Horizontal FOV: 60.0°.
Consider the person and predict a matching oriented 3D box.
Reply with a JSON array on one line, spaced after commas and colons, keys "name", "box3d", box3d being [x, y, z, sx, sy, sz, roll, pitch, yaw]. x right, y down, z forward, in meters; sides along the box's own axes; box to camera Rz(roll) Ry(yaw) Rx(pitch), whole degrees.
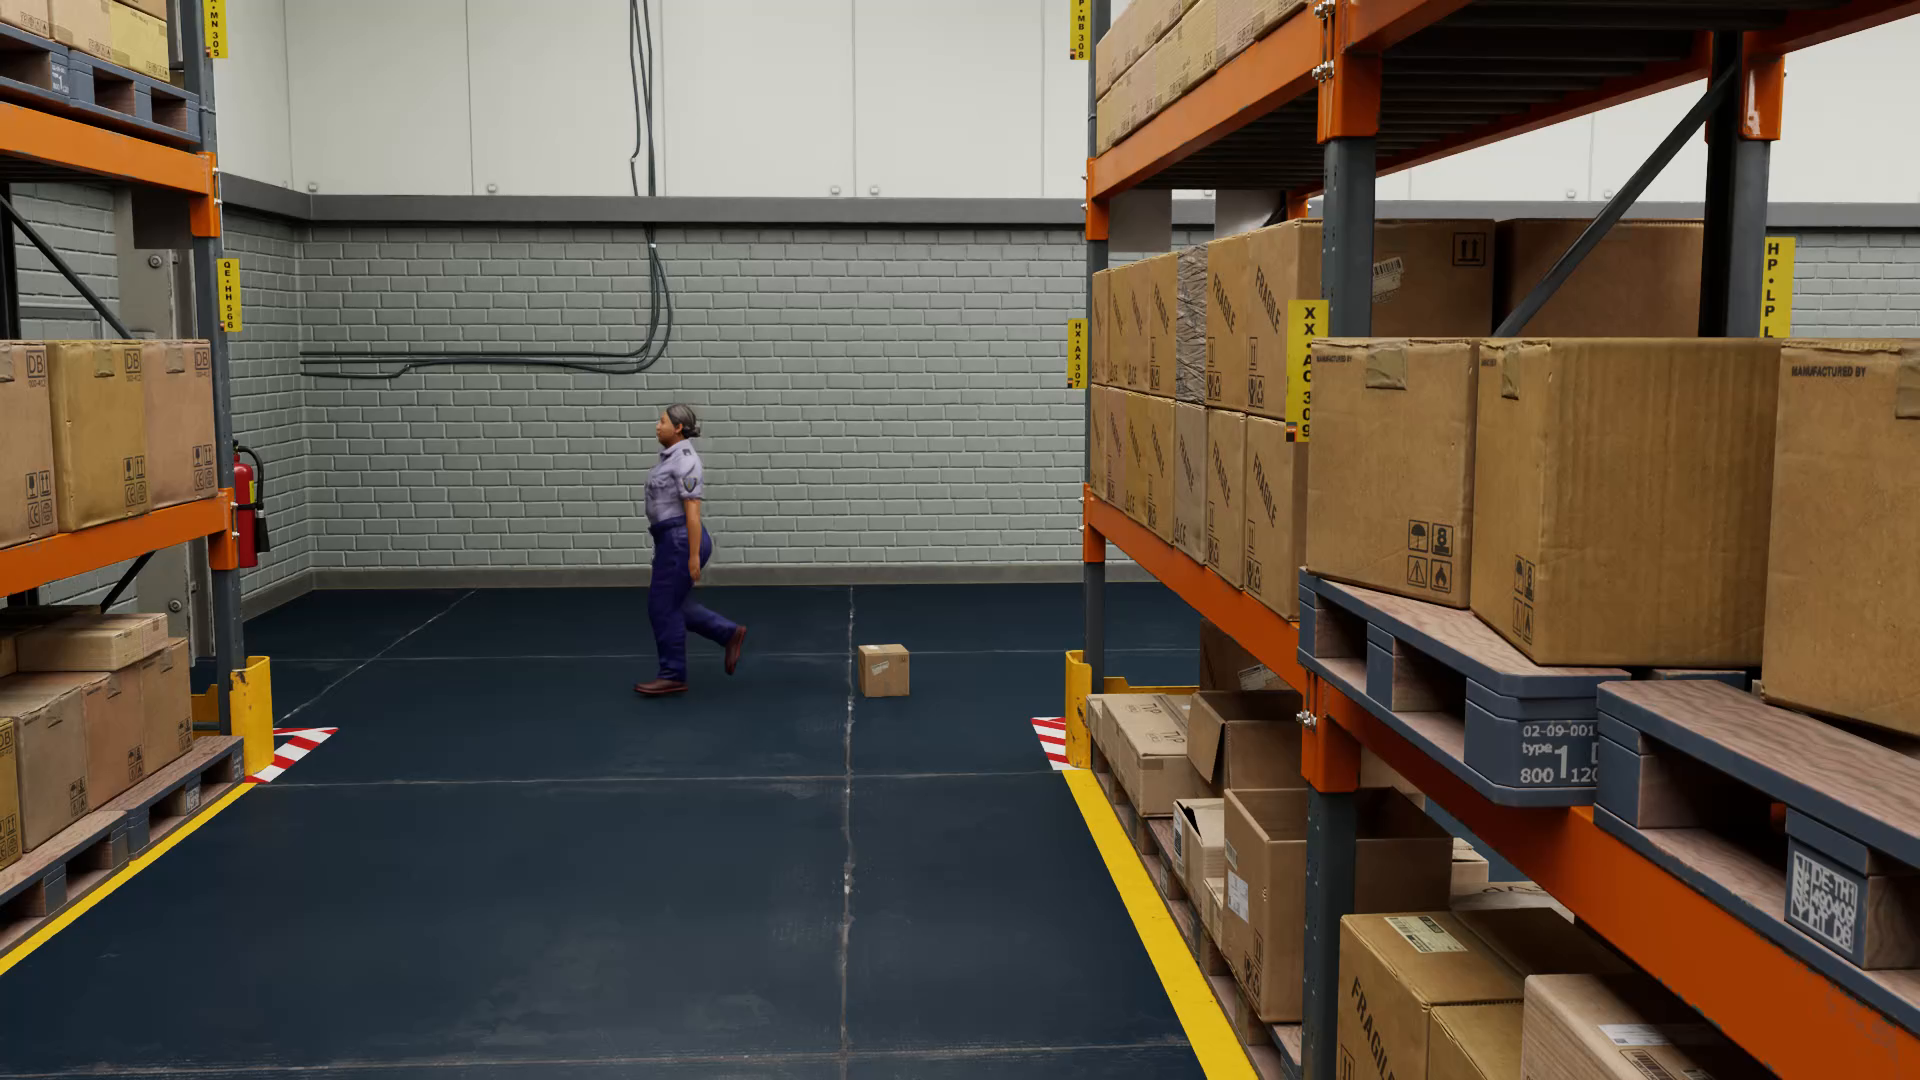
[{"name": "person", "box3d": [-1.533, 0.047, 9.421, 0.671, 1.603, 0.501, -2, 7, -16]}]
